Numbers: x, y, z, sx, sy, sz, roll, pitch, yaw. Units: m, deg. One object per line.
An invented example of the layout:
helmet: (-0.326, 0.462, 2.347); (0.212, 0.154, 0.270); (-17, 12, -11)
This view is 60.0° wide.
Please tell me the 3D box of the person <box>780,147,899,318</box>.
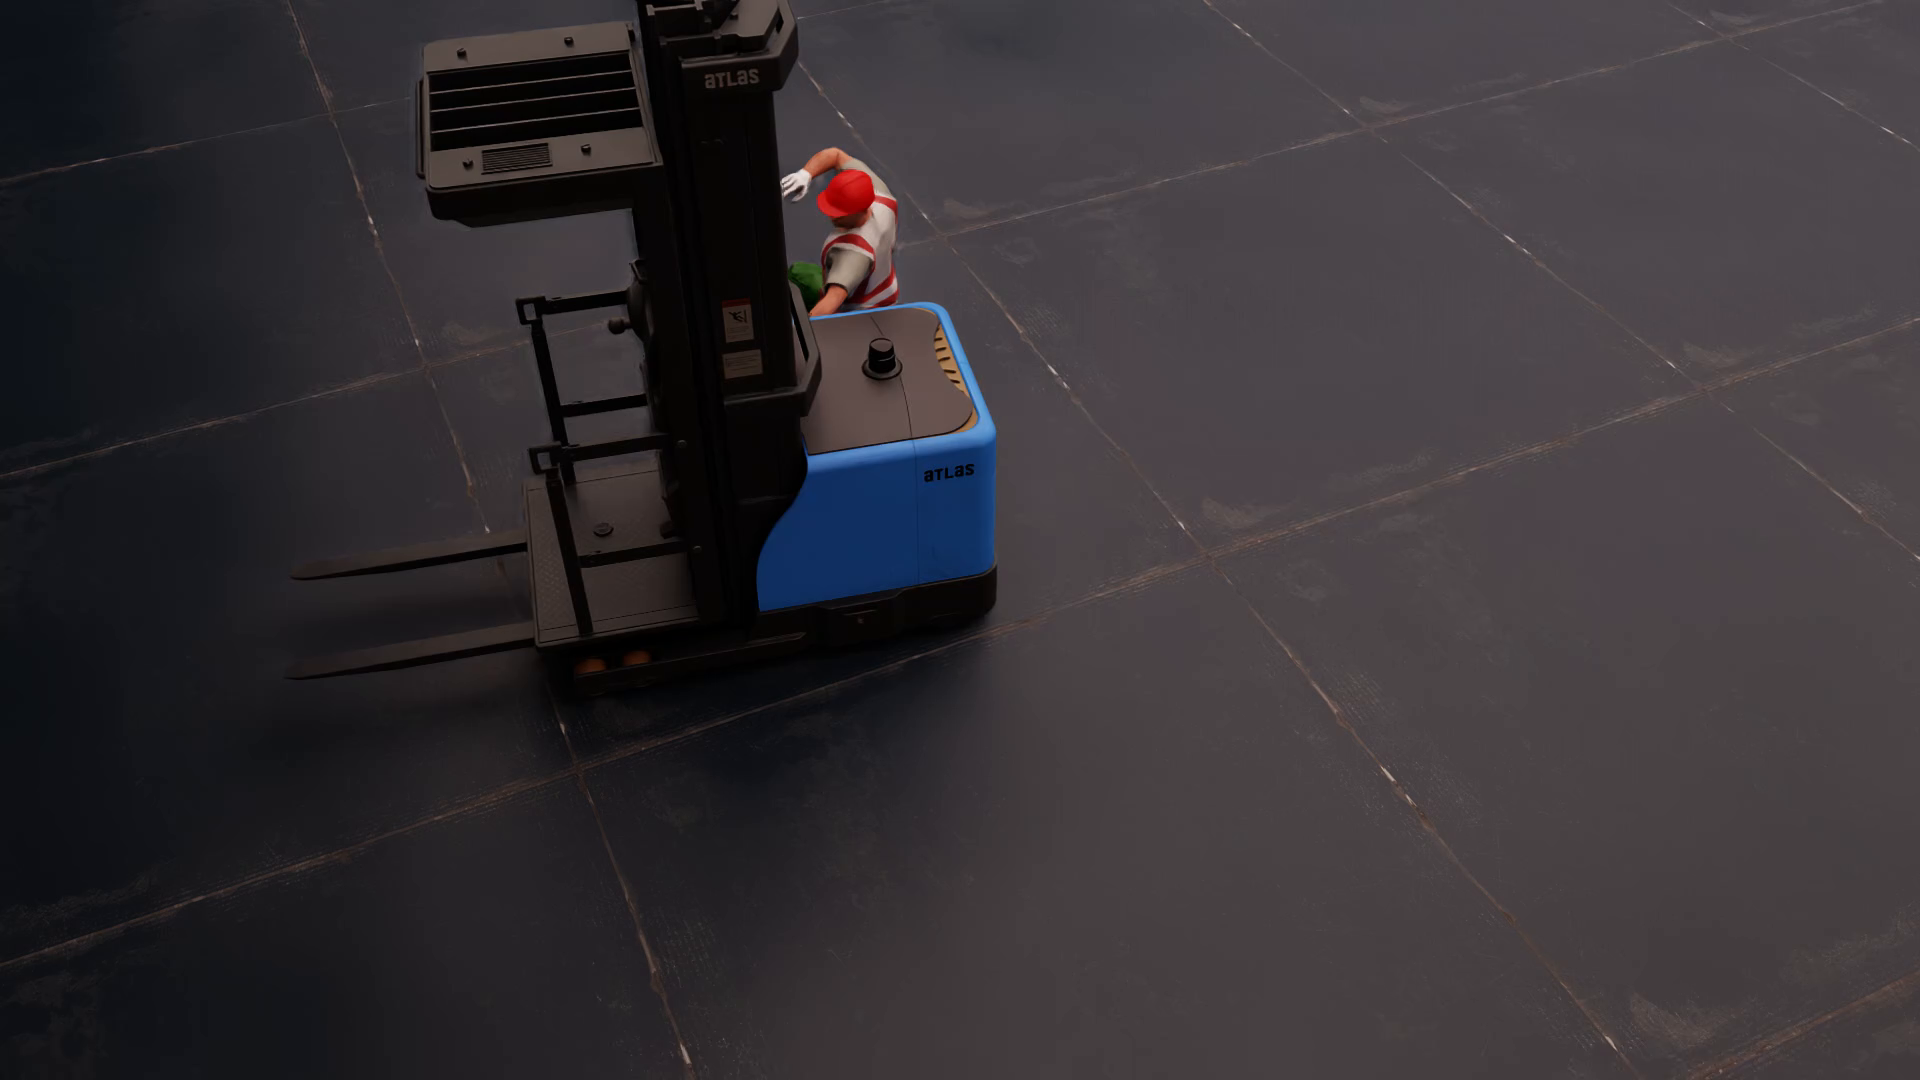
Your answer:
person: (-0.732, -1.130, 7.947); (0.995, 1.468, 0.977); (-29, 50, -28)

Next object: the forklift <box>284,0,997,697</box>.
forklift: (-1.412, -0.804, 6.542); (3.031, 2.935, 1.130); (-10, 44, -10)
